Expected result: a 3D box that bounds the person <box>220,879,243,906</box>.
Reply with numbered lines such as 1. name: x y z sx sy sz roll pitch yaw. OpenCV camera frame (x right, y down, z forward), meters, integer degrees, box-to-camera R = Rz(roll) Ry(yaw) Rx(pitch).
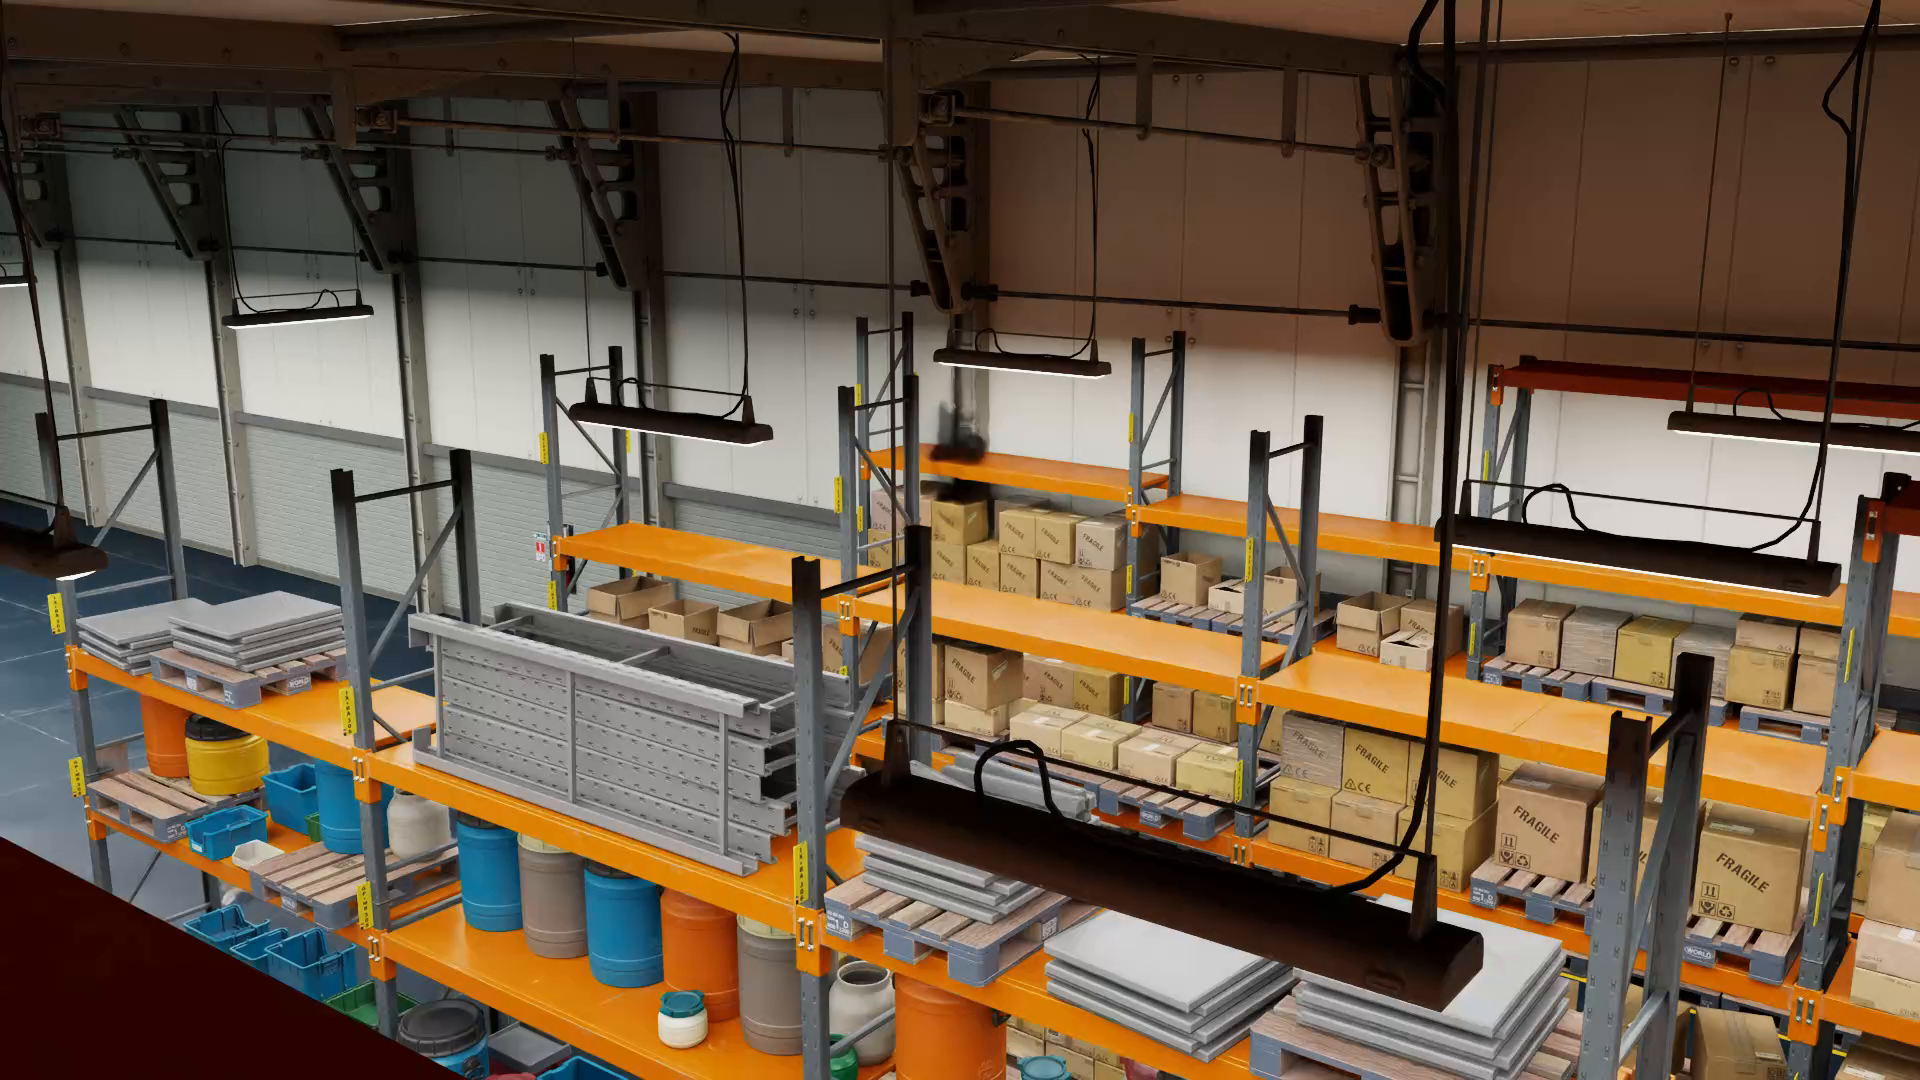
1. person: -7.788 3.115 17.976 0.877 1.844 0.680 -6 15 -26
